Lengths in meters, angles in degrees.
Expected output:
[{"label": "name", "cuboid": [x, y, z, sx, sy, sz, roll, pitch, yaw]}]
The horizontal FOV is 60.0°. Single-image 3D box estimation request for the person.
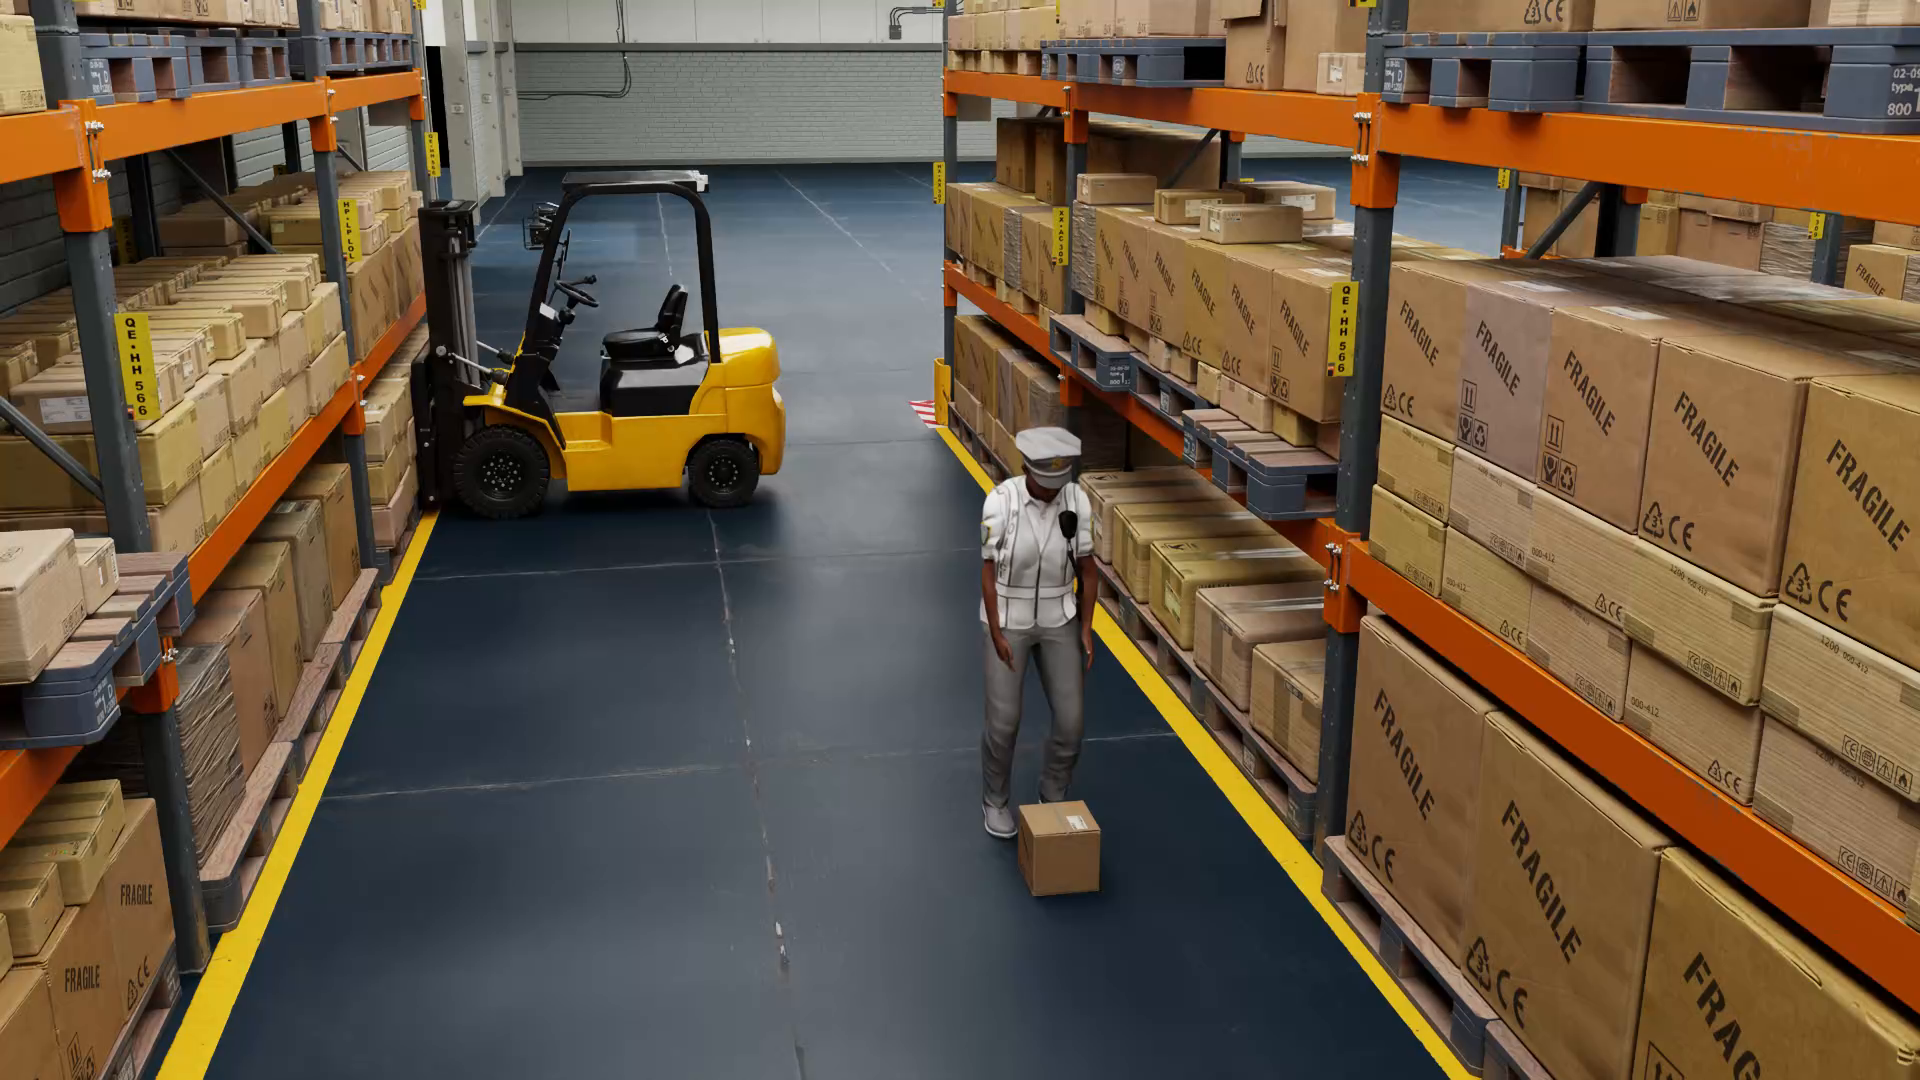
[{"label": "person", "cuboid": [0.306, 0.358, 6.421, 0.457, 1.624, 0.442, -3, 17, -9]}]
